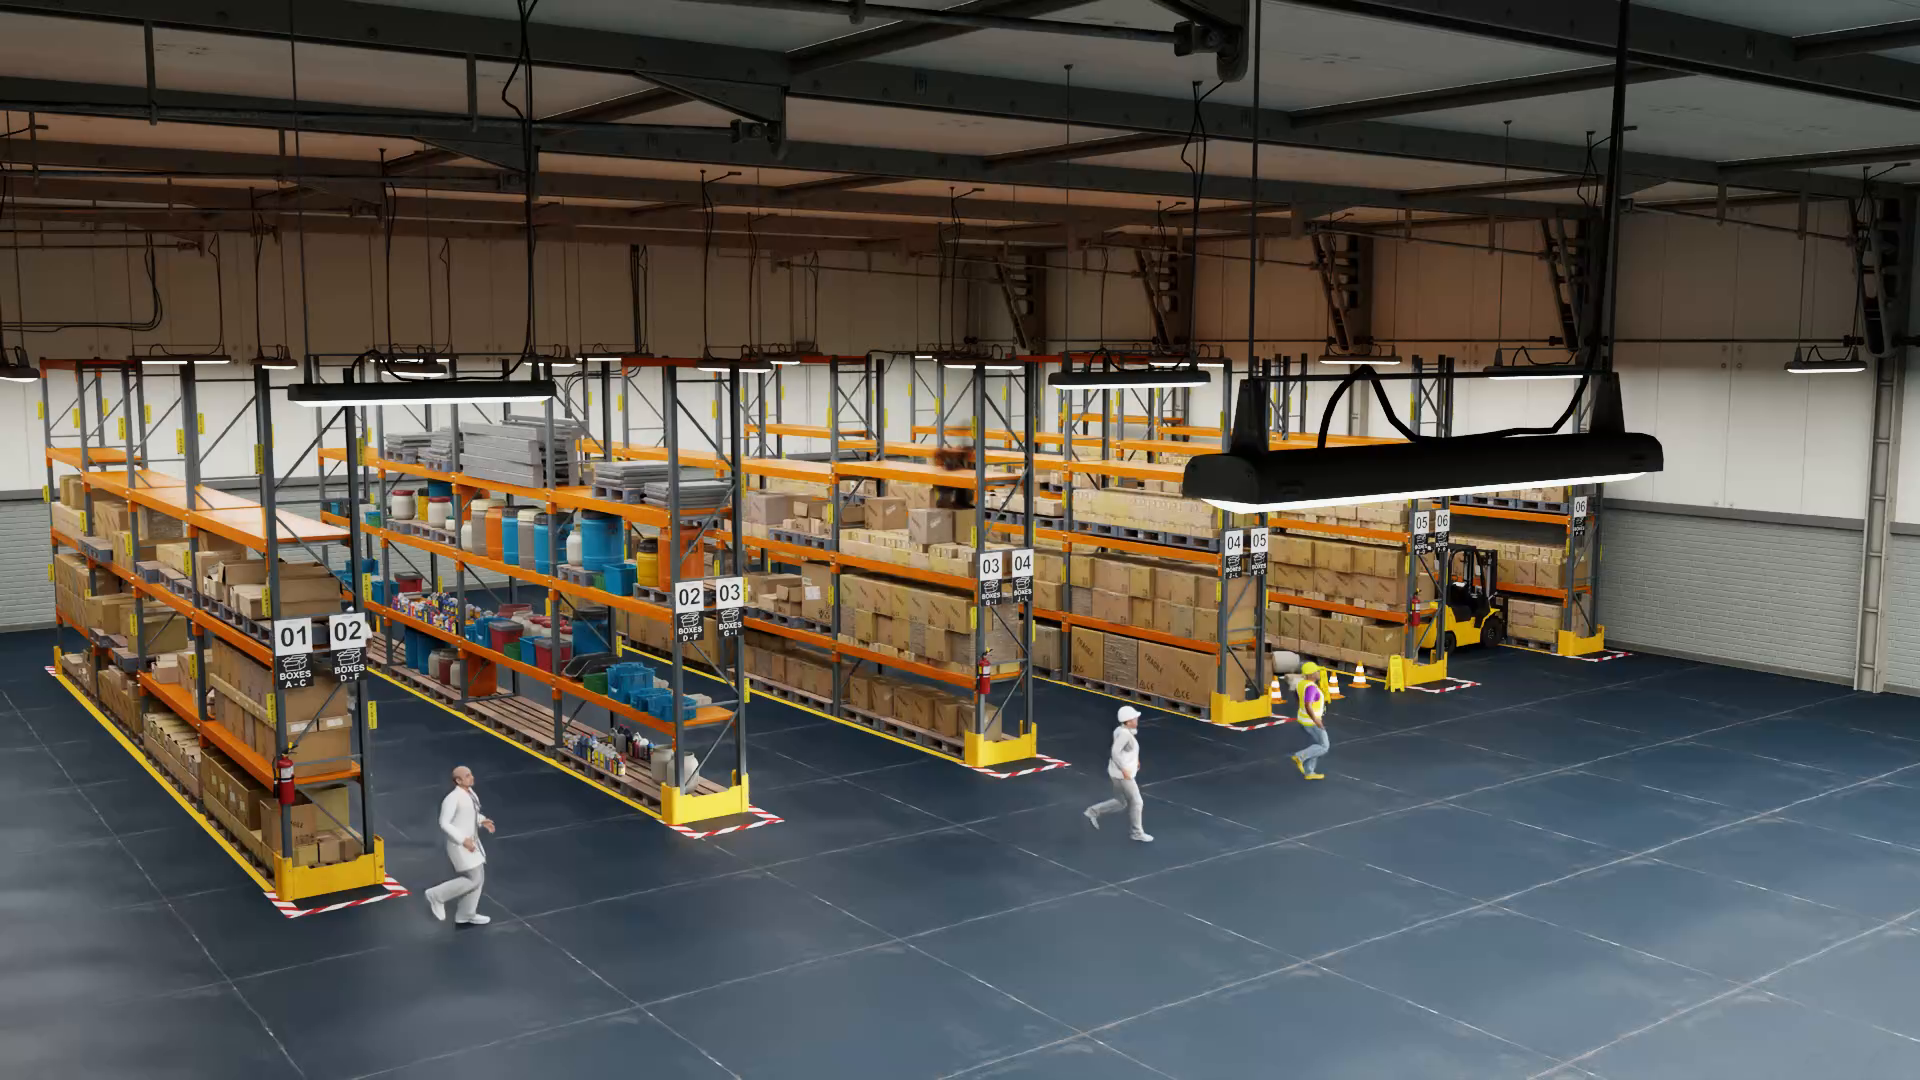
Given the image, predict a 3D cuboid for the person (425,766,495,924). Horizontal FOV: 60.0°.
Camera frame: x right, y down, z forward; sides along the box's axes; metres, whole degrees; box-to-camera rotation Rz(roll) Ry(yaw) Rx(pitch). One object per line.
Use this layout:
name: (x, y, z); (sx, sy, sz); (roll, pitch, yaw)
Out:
person: (-5.433, 3.310, 18.084); (0.690, 1.751, 0.706); (0, 7, -1)

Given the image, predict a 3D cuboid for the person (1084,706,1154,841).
person: (2.017, 2.959, 20.992); (0.898, 1.765, 0.681); (0, 7, 0)

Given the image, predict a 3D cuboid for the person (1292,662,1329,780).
person: (5.041, 2.610, 23.948); (0.592, 1.722, 0.714); (-1, 7, -10)

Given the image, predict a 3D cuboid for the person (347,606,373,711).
person: (-10.430, 2.032, 28.653); (0.672, 1.803, 0.739); (-6, 9, -42)
